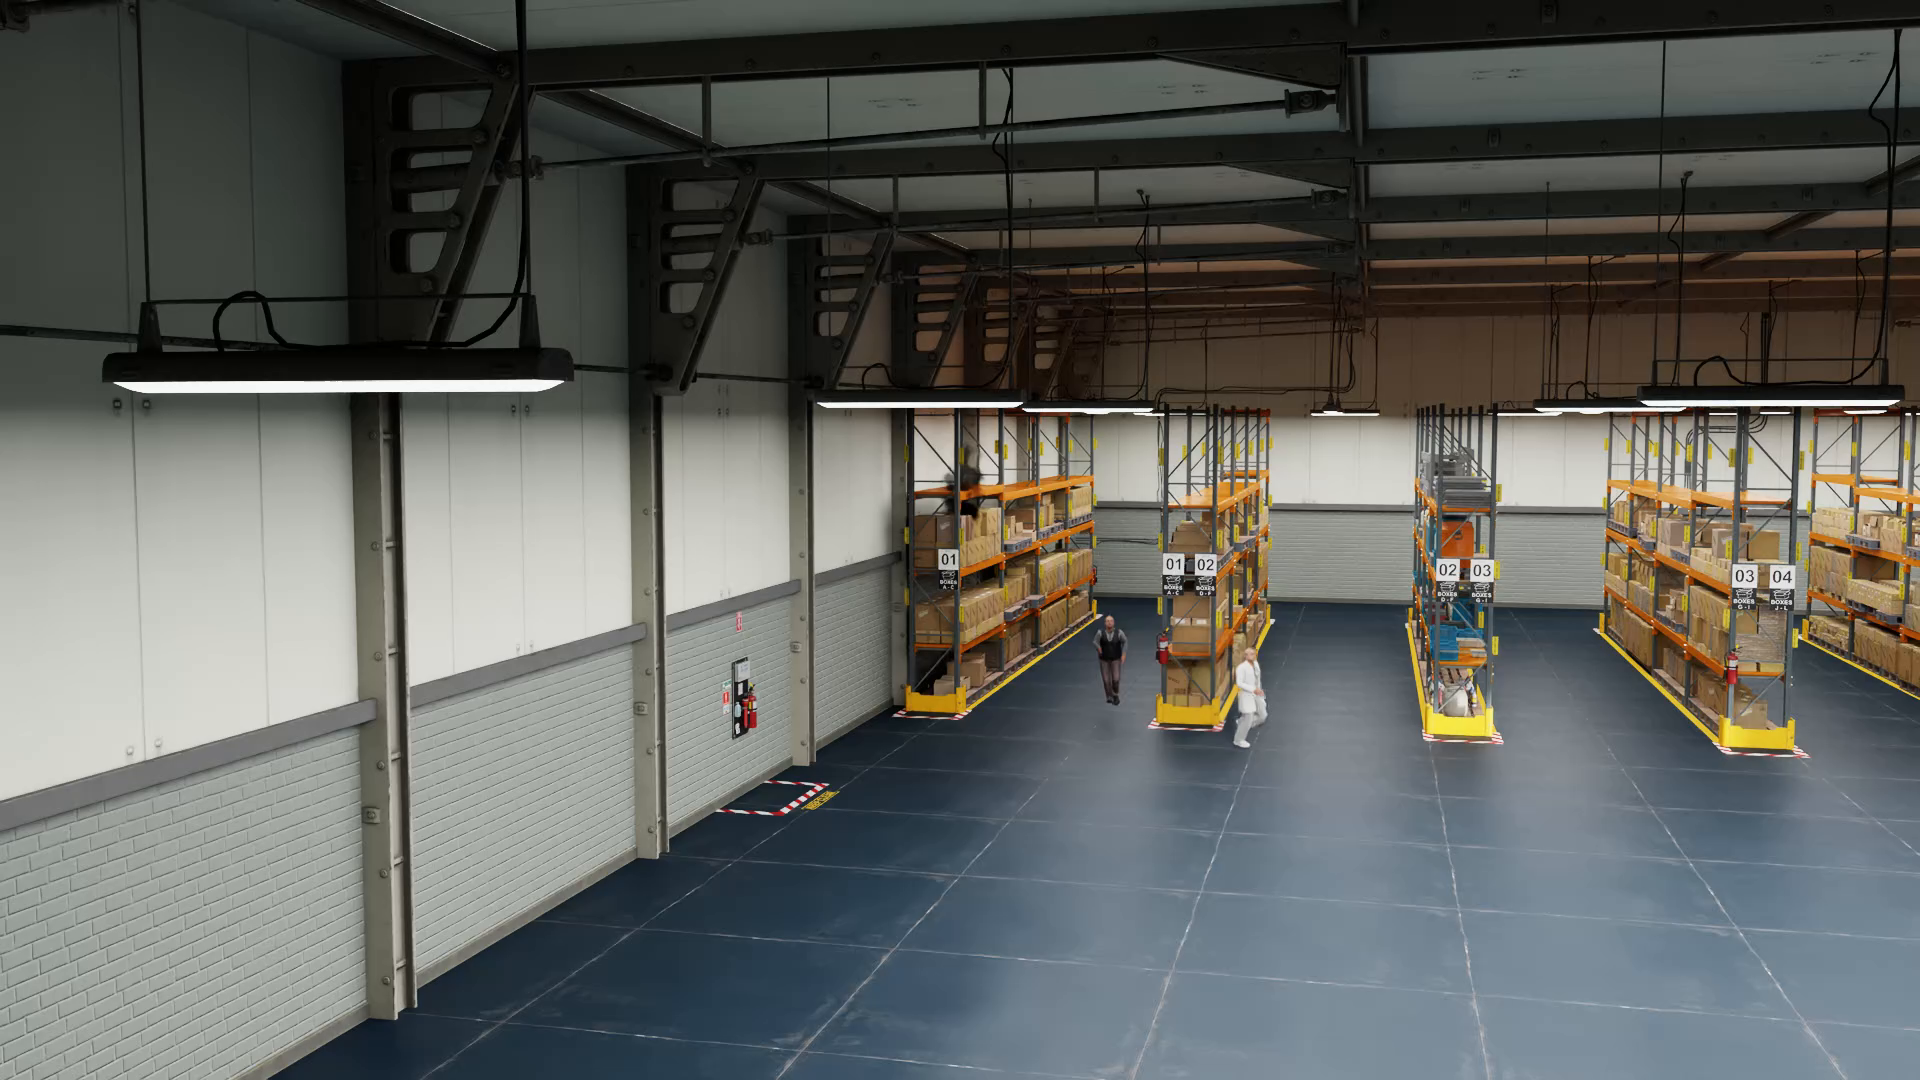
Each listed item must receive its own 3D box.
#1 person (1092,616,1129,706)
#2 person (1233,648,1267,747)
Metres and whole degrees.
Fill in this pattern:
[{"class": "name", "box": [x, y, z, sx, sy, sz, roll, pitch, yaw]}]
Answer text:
[{"class": "person", "box": [2.849, 2.296, 31.550, 0.689, 1.704, 0.663, 1, 4, 9]}, {"class": "person", "box": [5.073, 2.761, 28.895, 0.740, 1.700, 0.695, -4, 5, -40]}]
